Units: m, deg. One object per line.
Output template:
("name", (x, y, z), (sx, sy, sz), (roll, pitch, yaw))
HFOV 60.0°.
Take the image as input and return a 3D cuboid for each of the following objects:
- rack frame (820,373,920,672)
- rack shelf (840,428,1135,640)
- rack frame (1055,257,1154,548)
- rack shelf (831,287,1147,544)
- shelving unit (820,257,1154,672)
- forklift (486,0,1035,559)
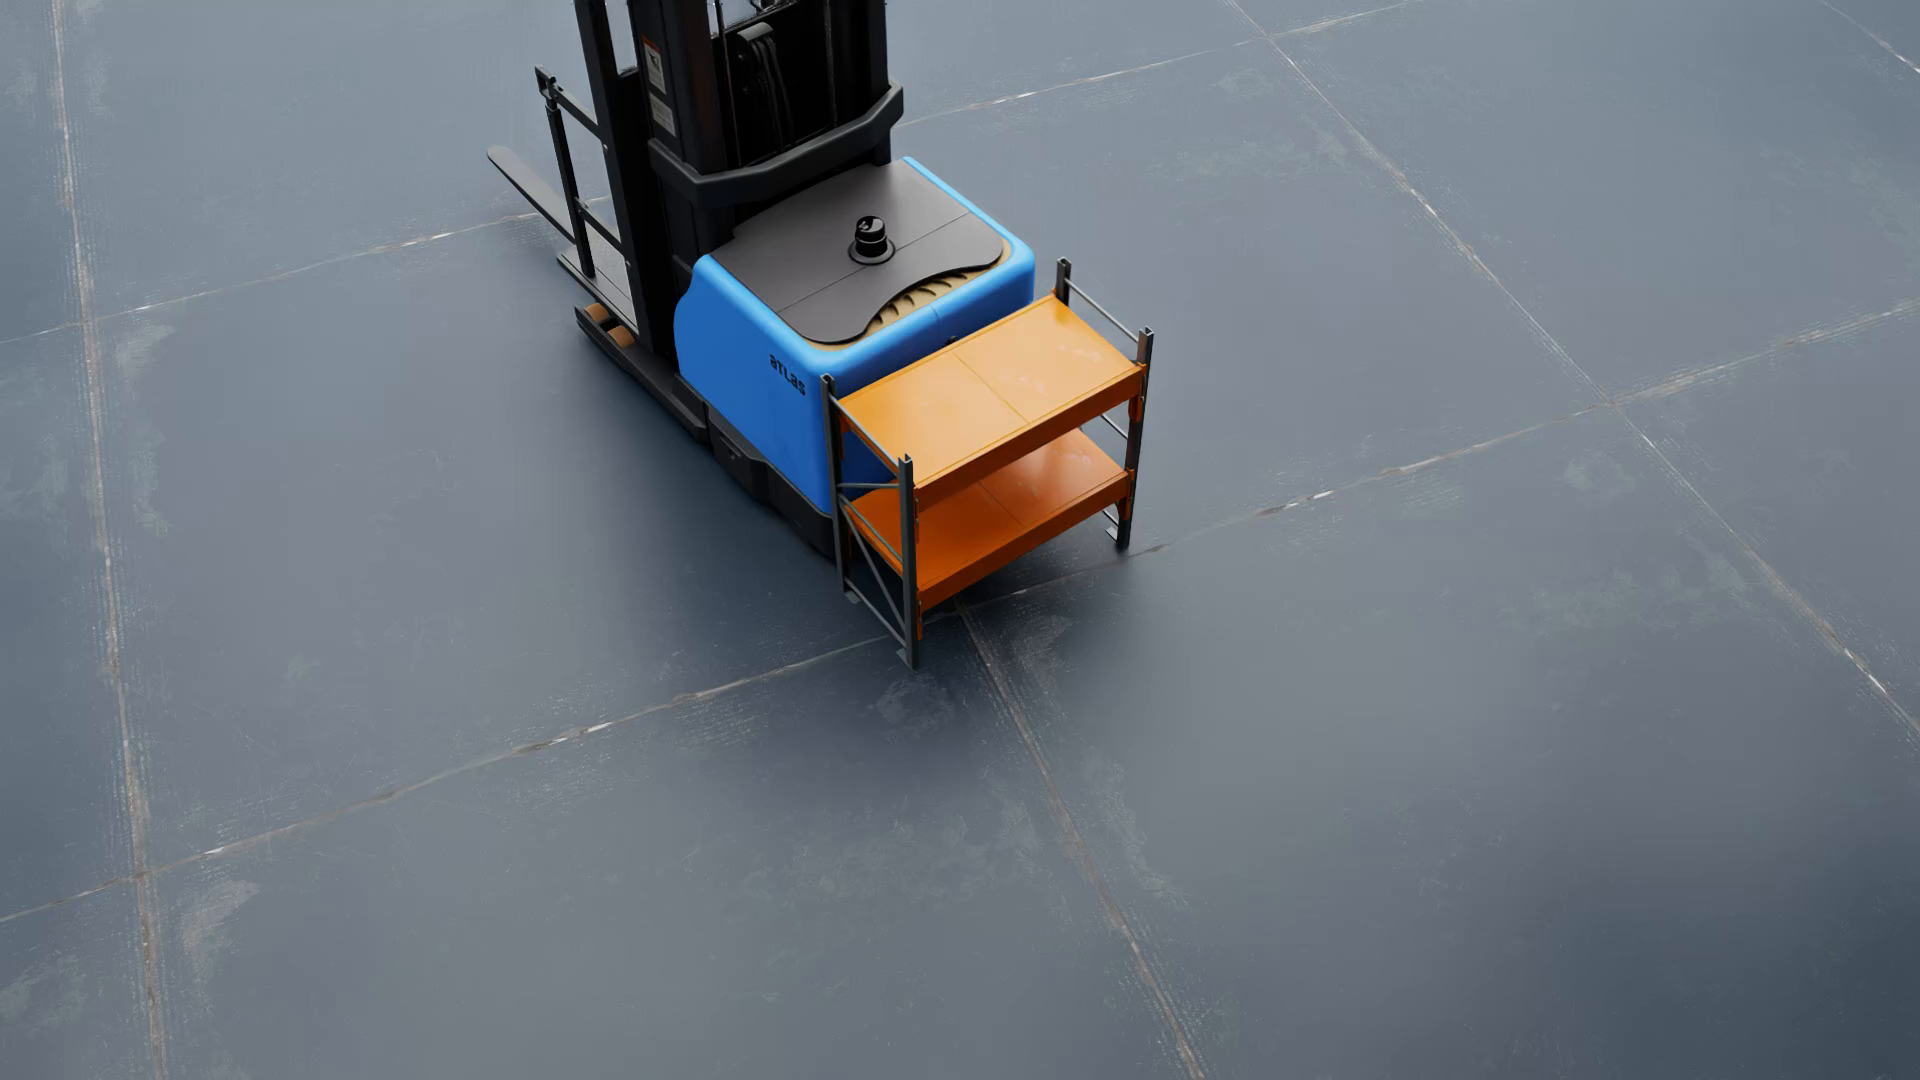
("rack frame", (-0.310, -0.037, 5.881), (0.032, 1.125, 0.500), (-29, 55, -23))
("rack shelf", (0.099, -0.106, 6.262), (1.000, 0.278, 0.538), (-29, 55, -23))
("rack frame", (0.509, -0.494, 6.273), (0.032, 1.125, 0.500), (-29, 55, -23))
("rack shelf", (0.099, -0.456, 5.855), (1.000, 0.278, 0.538), (-29, 55, -23))
("shelving unit", (0.099, -0.265, 6.077), (1.048, 1.125, 0.538), (-29, 55, -23))
("forklift", (-1.030, -1.938, 6.323), (1.130, 2.935, 3.031), (-32, 56, -24))
